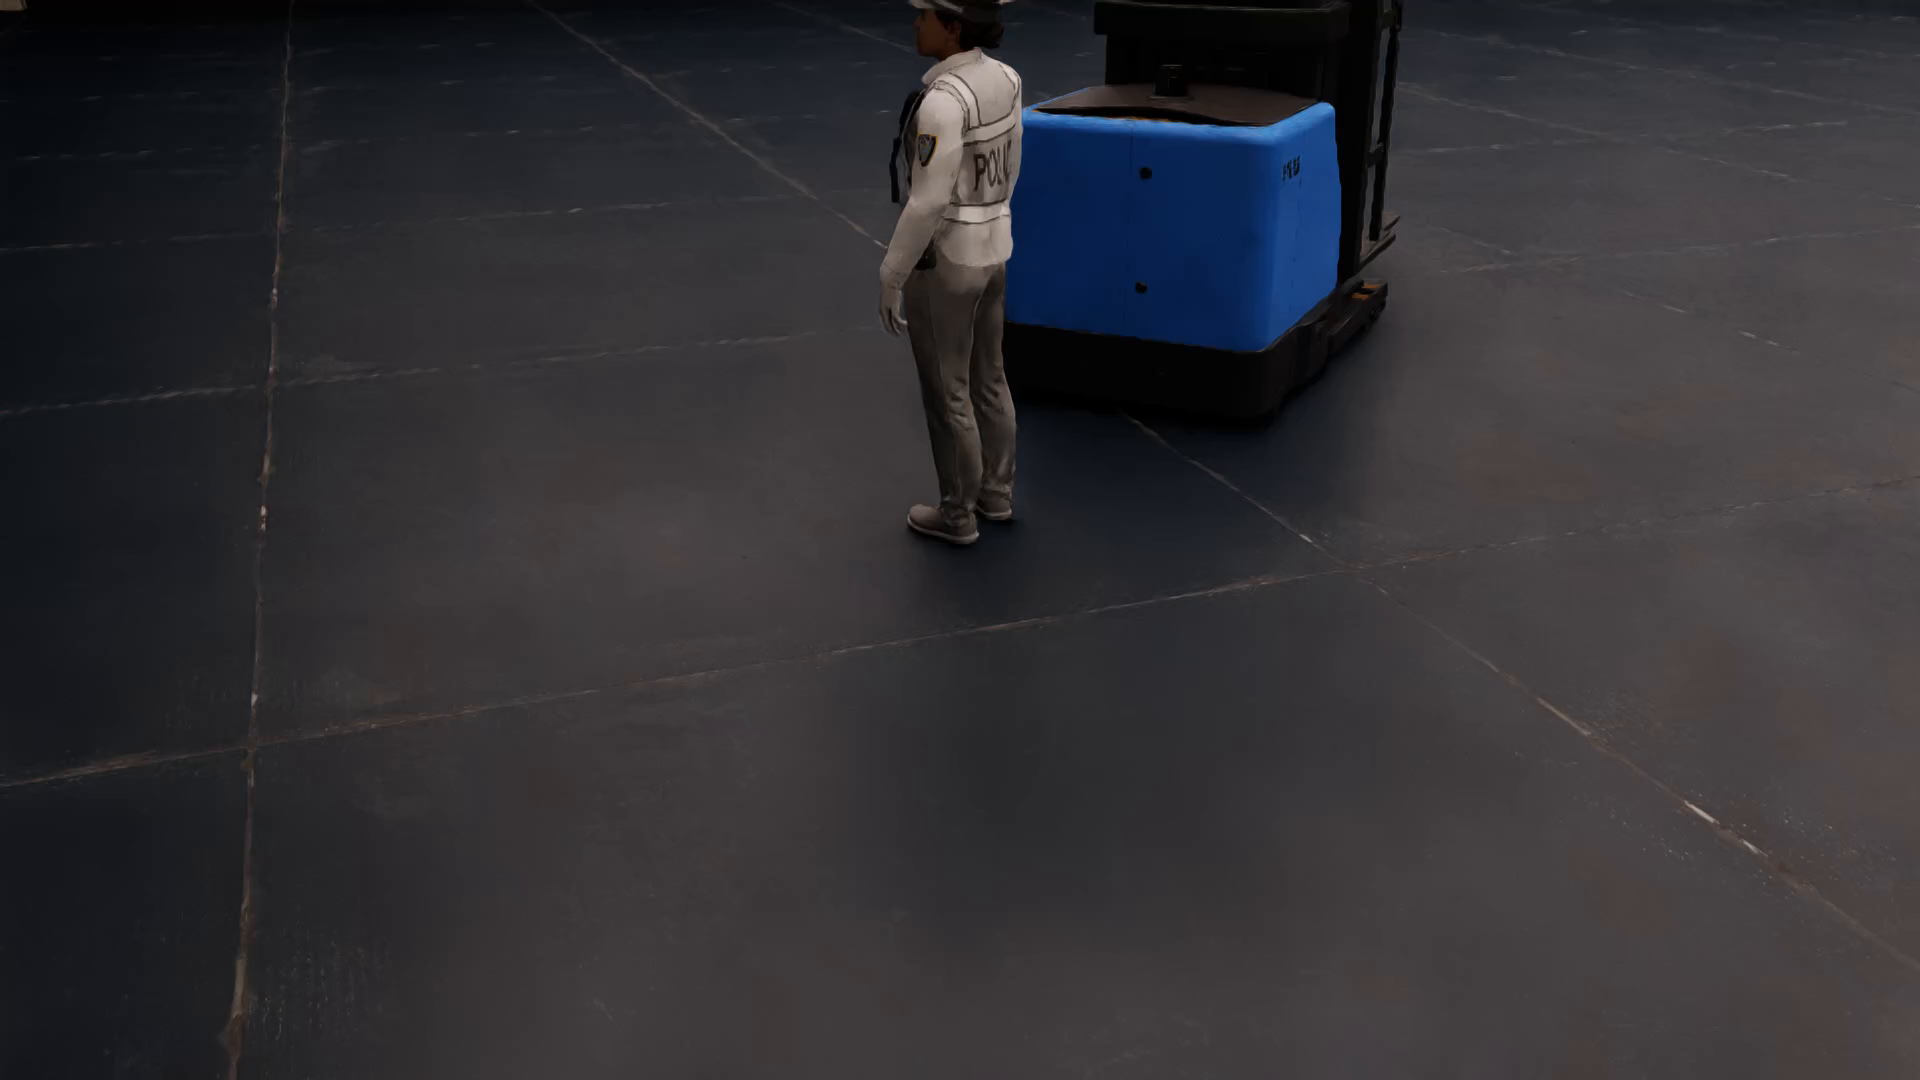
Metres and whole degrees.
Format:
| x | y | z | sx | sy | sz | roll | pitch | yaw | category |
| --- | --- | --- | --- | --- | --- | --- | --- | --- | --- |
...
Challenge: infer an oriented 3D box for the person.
| x | y | z | sx | sy | sz | roll | pitch | yaw | category |
| --- | --- | --- | --- | --- | --- | --- | --- | --- | --- |
| -0.008 | -0.794 | 4.791 | 0.366 | 1.696 | 0.687 | 10 | 25 | 23 | person |

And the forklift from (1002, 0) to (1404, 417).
| x | y | z | sx | sy | sz | roll | pitch | yaw | category |
| --- | --- | --- | --- | --- | --- | --- | --- | --- | --- |
| 1.255 | -2.327 | 6.833 | 1.130 | 2.935 | 3.031 | 11 | 25 | 24 | forklift |
